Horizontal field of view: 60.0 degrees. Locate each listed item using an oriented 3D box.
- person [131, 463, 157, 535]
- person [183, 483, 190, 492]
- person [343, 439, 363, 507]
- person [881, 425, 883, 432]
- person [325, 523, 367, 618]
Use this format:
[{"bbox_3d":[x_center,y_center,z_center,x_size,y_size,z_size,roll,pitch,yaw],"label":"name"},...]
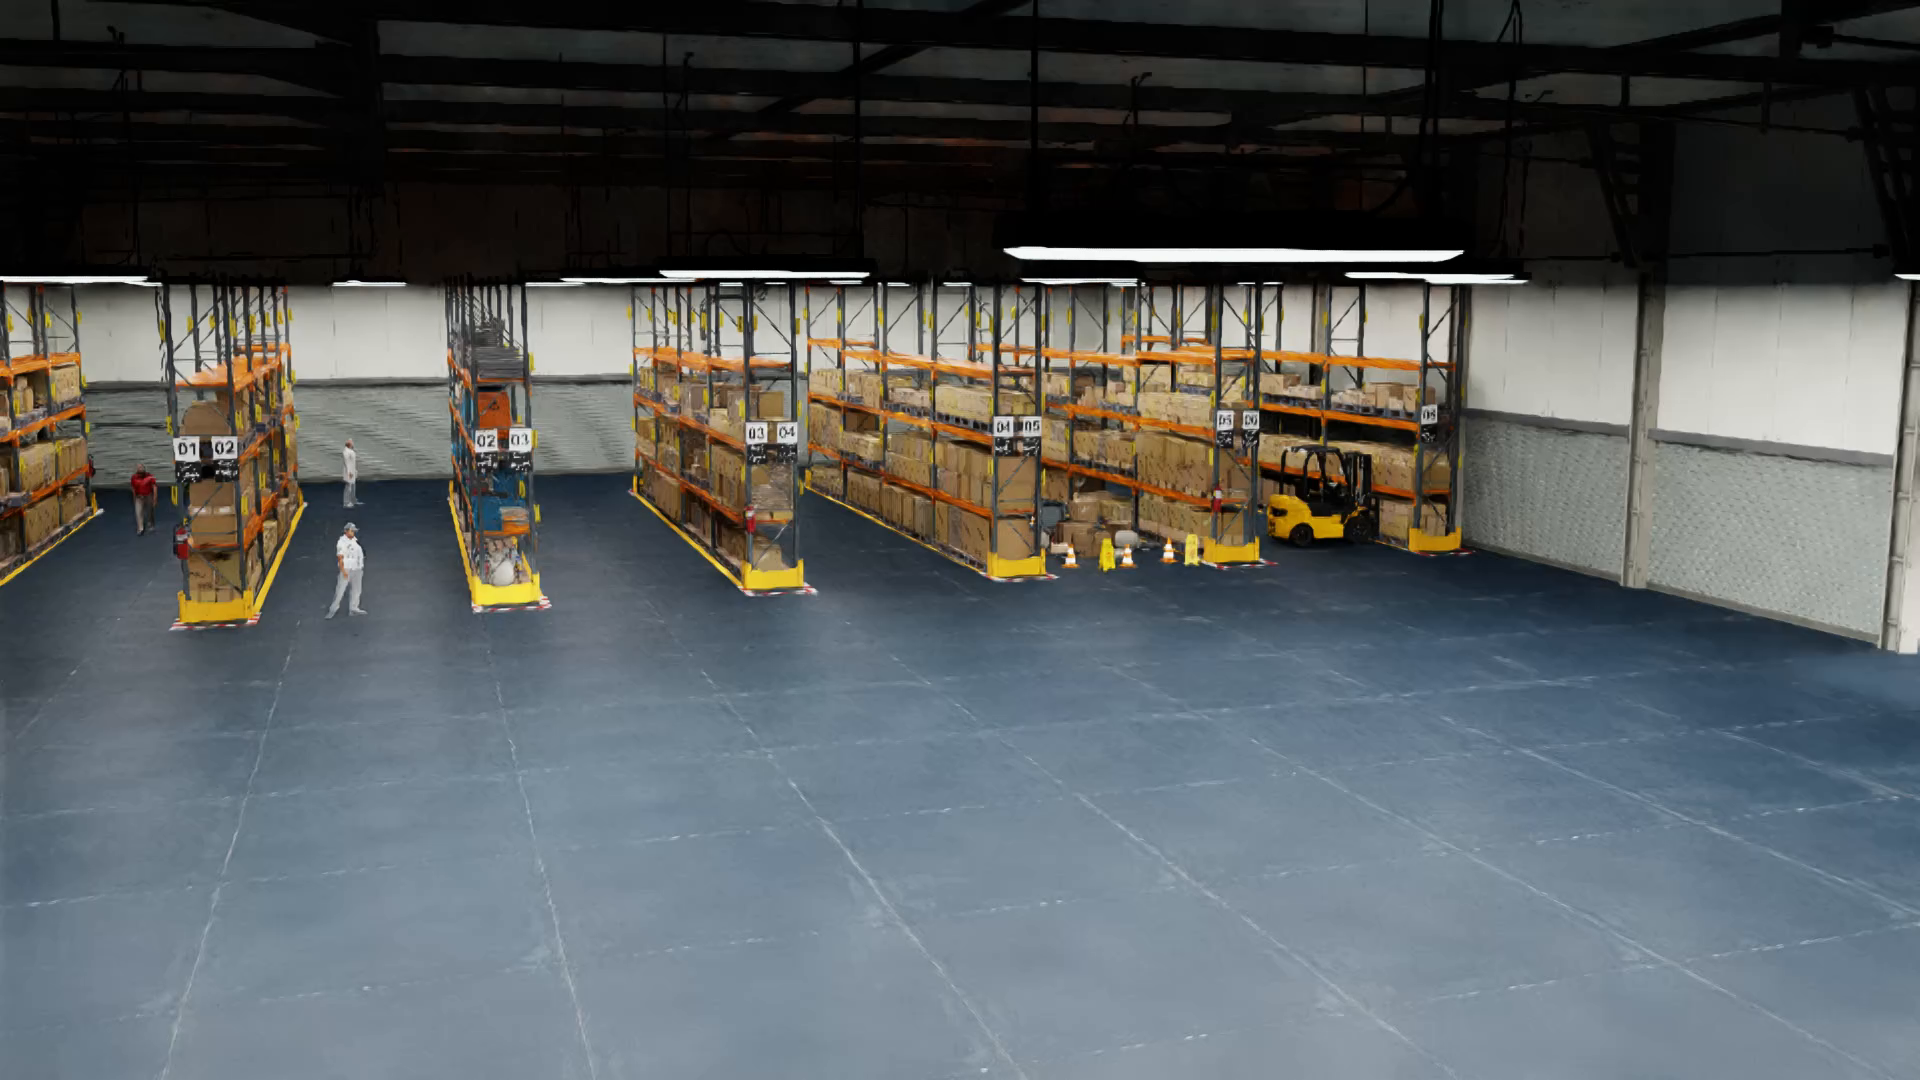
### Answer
[{"bbox_3d":[-19.113,-0.980,38.992,0.556,1.669,1.040,-3,9,-19],"label":"person"},{"bbox_3d":[-21.758,-2.219,46.772,0.460,1.778,0.704,2,9,15],"label":"person"},{"bbox_3d":[-16.039,-1.777,43.800,0.438,1.786,0.643,-1,9,-8],"label":"person"},{"bbox_3d":[-2.308,-2.505,48.644,0.400,1.769,0.674,-7,11,-39],"label":"person"},{"bbox_3d":[-10.802,0.529,29.154,0.494,1.660,0.704,4,9,24],"label":"person"}]
